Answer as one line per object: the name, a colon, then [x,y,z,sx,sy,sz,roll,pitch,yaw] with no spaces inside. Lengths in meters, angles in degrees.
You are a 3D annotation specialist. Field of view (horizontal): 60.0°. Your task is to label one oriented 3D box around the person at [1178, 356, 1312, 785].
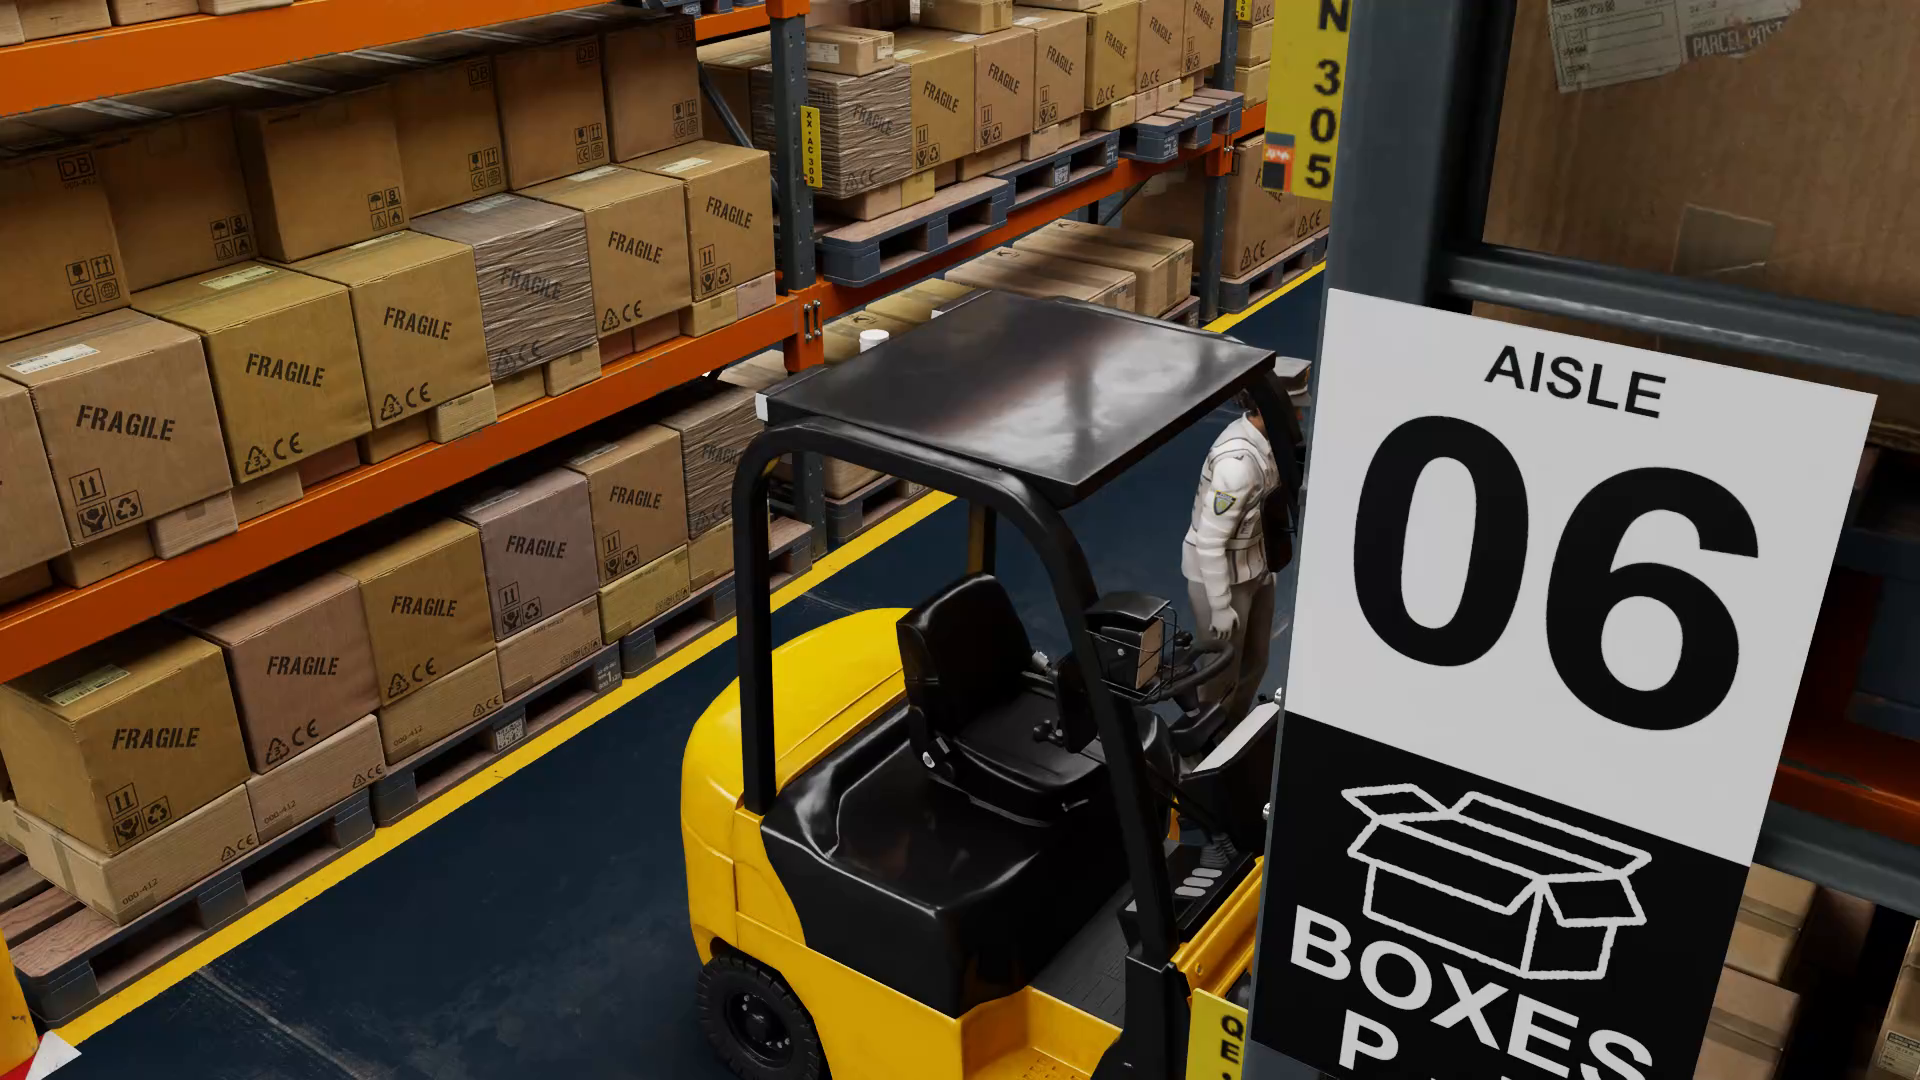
person: [0.978,0.143,5.832,0.374,1.665,0.546,15,31,27]
